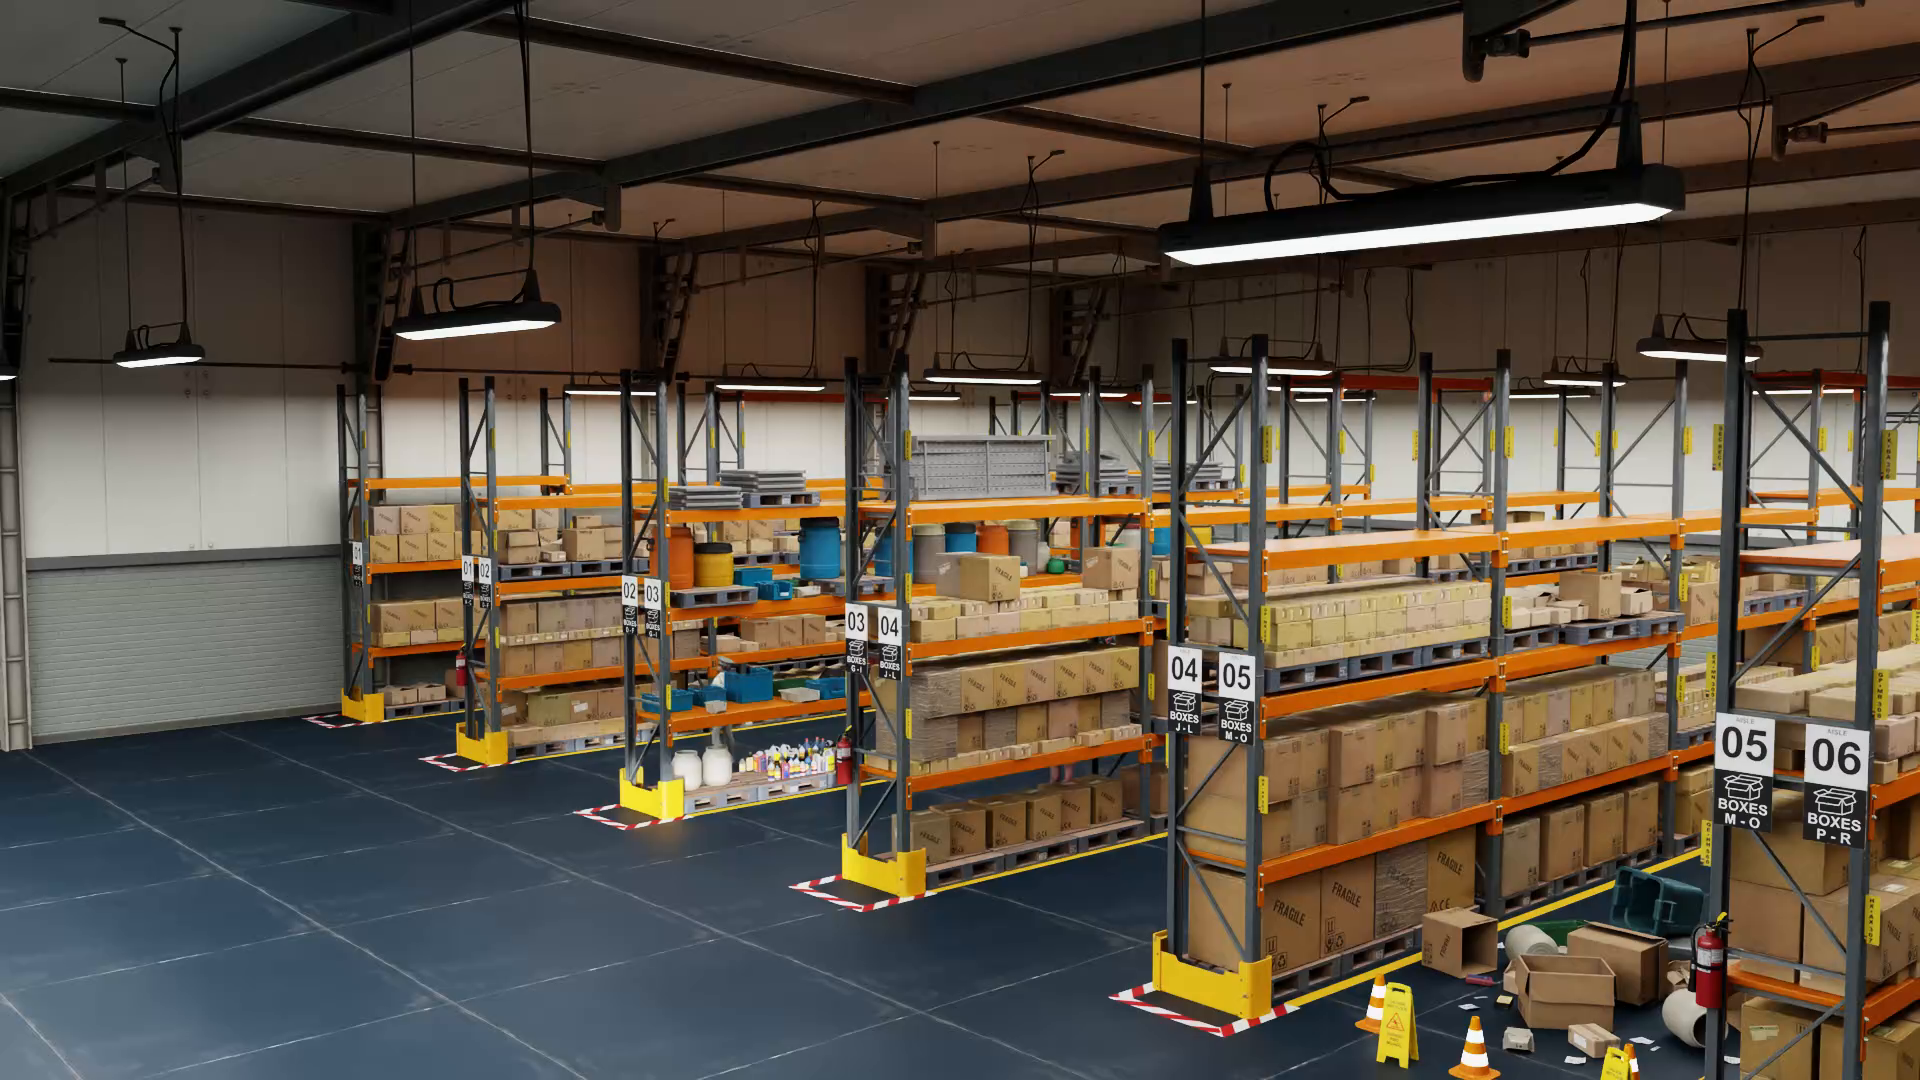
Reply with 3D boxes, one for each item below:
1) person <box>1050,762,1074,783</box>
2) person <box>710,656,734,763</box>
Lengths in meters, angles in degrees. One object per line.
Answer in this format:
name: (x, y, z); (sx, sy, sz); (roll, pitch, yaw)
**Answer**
person: (1.405, 2.812, 23.193); (0.493, 1.708, 0.471); (0, 4, 2)
person: (-3.689, 2.640, 25.681); (0.374, 1.701, 0.511); (3, 5, 34)
